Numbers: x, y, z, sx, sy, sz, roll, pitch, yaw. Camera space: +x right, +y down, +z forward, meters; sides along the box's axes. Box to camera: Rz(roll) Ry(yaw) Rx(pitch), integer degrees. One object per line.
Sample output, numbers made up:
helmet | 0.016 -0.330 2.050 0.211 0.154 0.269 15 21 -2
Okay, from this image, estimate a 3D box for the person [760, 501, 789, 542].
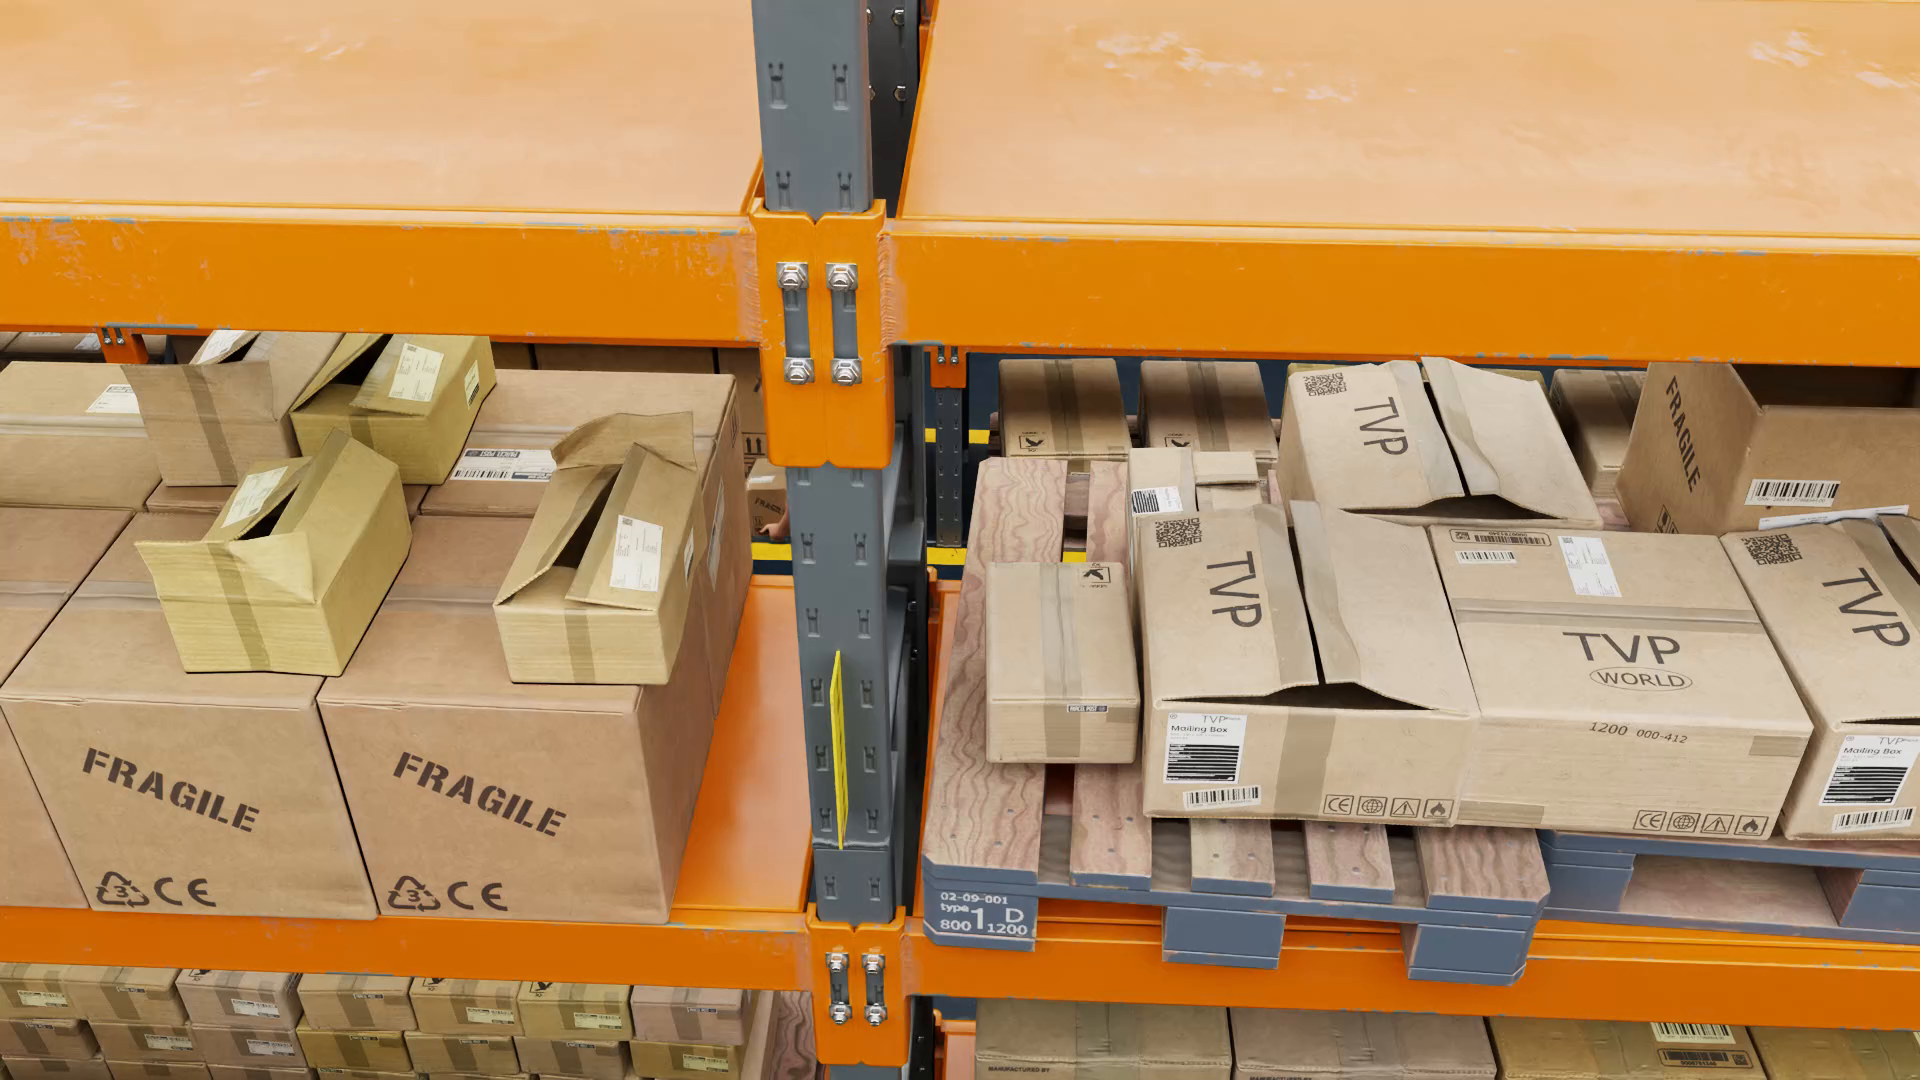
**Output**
person | -0.595 -0.096 7.282 0.527 1.644 0.407 7 36 9
